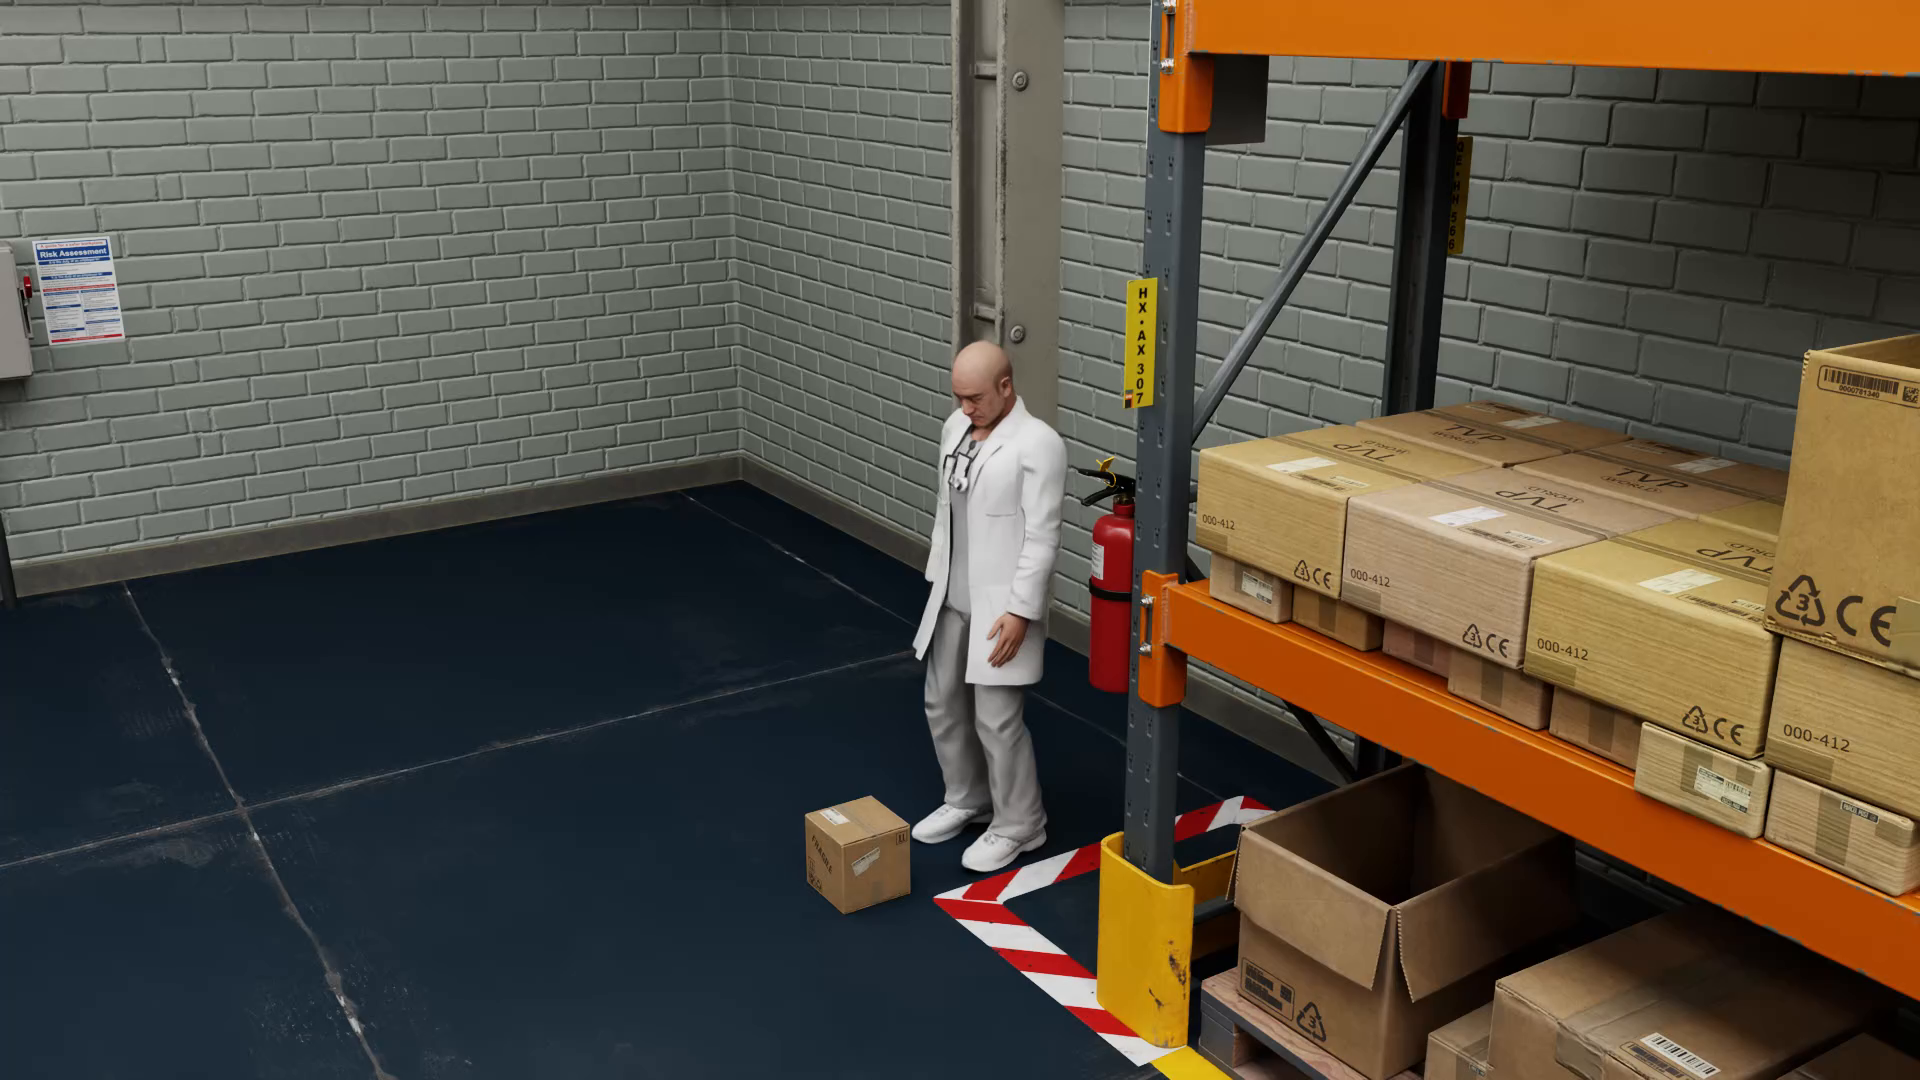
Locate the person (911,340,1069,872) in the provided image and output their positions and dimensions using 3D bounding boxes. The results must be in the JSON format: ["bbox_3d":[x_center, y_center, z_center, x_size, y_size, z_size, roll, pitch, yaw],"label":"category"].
[{"bbox_3d":[0.087,0.216,5.452,0.383,1.763,0.572,-13,22,-36],"label":"person"}]
